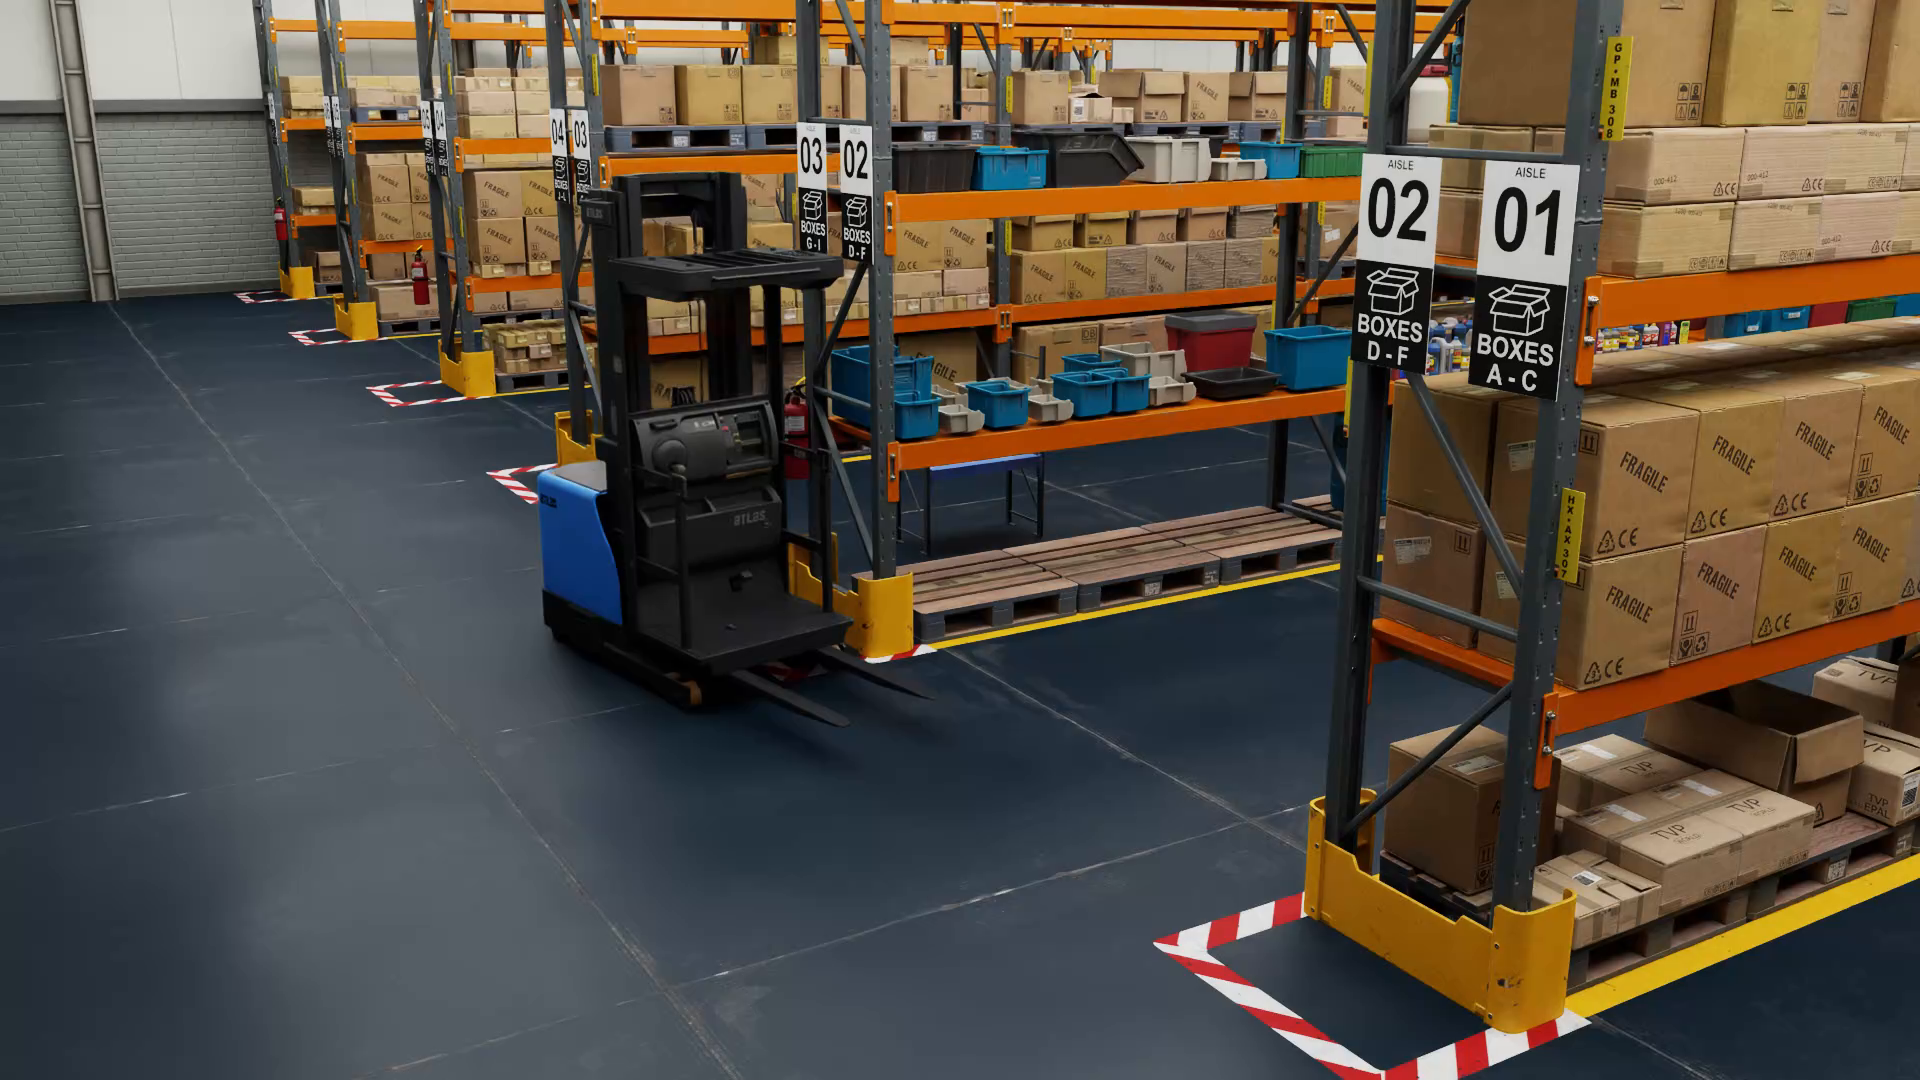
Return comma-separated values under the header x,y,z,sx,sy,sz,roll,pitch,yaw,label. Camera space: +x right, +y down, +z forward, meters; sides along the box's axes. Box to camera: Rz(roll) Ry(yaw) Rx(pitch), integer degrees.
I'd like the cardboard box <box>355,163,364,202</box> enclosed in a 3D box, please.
x,y,z,sx,sy,sz,roll,pitch,yaw,label
-8.067,-4.961,23.013,0.500,0.500,0.500,-9,18,-28,cardboard box

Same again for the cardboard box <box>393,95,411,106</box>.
x,y,z,sx,sy,sz,roll,pitch,yaw,label
-7.700,-6.043,22.856,0.250,0.149,0.380,-11,19,-34,cardboard box

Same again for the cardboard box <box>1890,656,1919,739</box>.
x,y,z,sx,sy,sz,roll,pitch,yaw,label
4.931,0.856,8.113,0.500,0.500,0.500,-9,18,-30,cardboard box

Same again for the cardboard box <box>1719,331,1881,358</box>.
x,y,z,sx,sy,sz,roll,pitch,yaw,label
3.842,-0.666,7.691,0.500,0.500,0.500,-10,18,-31,cardboard box

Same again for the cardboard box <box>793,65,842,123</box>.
x,y,z,sx,sy,sz,roll,pitch,yaw,label
-1.449,-4.079,15.199,0.500,0.500,0.700,-8,18,-27,cardboard box

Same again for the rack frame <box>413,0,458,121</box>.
x,y,z,sx,sy,sz,roll,pitch,yaw,label
-5.722,-6.067,17.881,0.127,3.000,1.000,-9,18,-30,rack frame

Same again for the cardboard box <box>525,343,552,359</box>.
x,y,z,sx,sy,sz,roll,pitch,yaw,label
-4.877,-2.189,19.116,0.250,0.149,0.380,-9,18,-30,cardboard box

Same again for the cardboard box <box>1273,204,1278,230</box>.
x,y,z,sx,sy,sz,roll,pitch,yaw,label
4.255,-4.760,24.148,0.500,0.500,0.500,-9,18,-30,cardboard box

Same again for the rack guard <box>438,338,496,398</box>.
x,y,z,sx,sy,sz,roll,pitch,yaw,label
-5.656,-1.985,19.065,0.348,0.500,1.175,-9,18,-30,rack guard

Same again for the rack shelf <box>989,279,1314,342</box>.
x,y,z,sx,sy,sz,roll,pitch,yaw,label
1.889,-2.504,17.619,4.000,0.370,1.077,-9,18,-30,rack shelf

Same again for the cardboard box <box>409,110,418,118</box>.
x,y,z,sx,sy,sz,roll,pitch,yaw,label
-8.949,-6.998,27.224,0.250,0.149,0.380,-9,18,-29,cardboard box

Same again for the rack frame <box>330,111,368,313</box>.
x,y,z,sx,sy,sz,roll,pitch,yaw,label
-8.358,-4.309,22.726,0.127,3.000,1.000,-9,18,-30,rack frame

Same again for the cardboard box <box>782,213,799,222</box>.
x,y,z,sx,sy,sz,roll,pitch,yaw,label
-2.053,-4.060,20.971,0.250,0.149,0.380,-9,18,-28,cardboard box

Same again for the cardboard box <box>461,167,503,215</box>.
x,y,z,sx,sy,sz,roll,pitch,yaw,label
-5.457,-3.972,18.934,0.500,0.500,0.500,-10,18,-31,cardboard box

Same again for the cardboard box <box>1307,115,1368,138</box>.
x,y,z,sx,sy,sz,roll,pitch,yaw,label
4.138,-4.507,18.152,0.500,0.250,0.500,-9,18,-29,cardboard box

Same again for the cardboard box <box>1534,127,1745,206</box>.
x,y,z,sx,sy,sz,roll,pitch,yaw,label
2.419,-1.348,5.956,0.500,0.250,0.500,-9,18,-30,cardboard box

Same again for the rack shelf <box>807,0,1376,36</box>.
x,y,z,sx,sy,sz,roll,pitch,yaw,label
1.011,-3.498,10.792,4.000,0.370,1.077,-9,18,-30,rack shelf

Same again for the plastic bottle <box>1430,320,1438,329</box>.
x,y,z,sx,sy,sz,roll,pitch,yaw,label
3.758,-1.636,13.419,0.135,0.276,0.152,-9,18,-30,plastic bottle

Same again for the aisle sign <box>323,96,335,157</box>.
x,y,z,sx,sy,sz,roll,pitch,yaw,label
-8.579,-5.623,22.595,0.004,0.787,0.394,-9,18,-30,aisle sign

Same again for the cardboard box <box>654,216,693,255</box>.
x,y,z,sx,sy,sz,roll,pitch,yaw,label
-3.435,-3.652,19.645,0.500,0.500,0.500,-9,18,-30,cardboard box

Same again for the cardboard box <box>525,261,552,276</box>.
x,y,z,sx,sy,sz,roll,pitch,yaw,label
-4.820,-3.096,18.864,0.250,0.149,0.380,-10,18,-31,cardboard box

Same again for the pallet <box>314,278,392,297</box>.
x,y,z,sx,sy,sz,roll,pitch,yaw,label
-10.169,-4.236,27.631,1.213,0.211,1.003,-9,18,-30,pallet

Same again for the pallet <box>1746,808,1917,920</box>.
x,y,z,sx,sy,sz,roll,pitch,yaw,label
3.637,1.329,7.780,1.213,0.211,1.003,-9,18,-30,pallet

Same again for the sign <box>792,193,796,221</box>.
x,y,z,sx,sy,sz,roll,pitch,yaw,label
-2.007,-4.027,20.113,0.005,0.325,0.100,-9,18,-30,sign

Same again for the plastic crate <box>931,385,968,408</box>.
x,y,z,sx,sy,sz,roll,pitch,yaw,label
-0.097,-0.928,11.040,0.243,0.136,0.396,-9,18,-30,plastic crate

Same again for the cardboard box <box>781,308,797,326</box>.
x,y,z,sx,sy,sz,roll,pitch,yaw,label
-1.679,-2.048,15.124,0.250,0.149,0.380,-9,18,-30,cardboard box

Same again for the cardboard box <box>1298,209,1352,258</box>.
x,y,z,sx,sy,sz,roll,pitch,yaw,label
4.046,-3.463,18.744,0.500,0.500,0.500,-12,20,-36,cardboard box

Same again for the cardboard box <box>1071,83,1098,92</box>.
x,y,z,sx,sy,sz,roll,pitch,yaw,label
1.877,-6.157,22.960,0.500,0.311,0.500,-9,18,-30,cardboard box

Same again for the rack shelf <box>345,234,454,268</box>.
x,y,z,sx,sy,sz,roll,pitch,yaw,label
-6.643,-4.241,23.815,4.000,0.370,1.077,-9,18,-30,rack shelf

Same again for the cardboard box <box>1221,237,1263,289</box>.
x,y,z,sx,sy,sz,roll,pitch,yaw,label
2.878,-2.983,17.808,0.500,0.500,0.500,-9,18,-30,cardboard box

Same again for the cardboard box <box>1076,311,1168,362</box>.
x,y,z,sx,sy,sz,roll,pitch,yaw,label
1.479,-1.970,17.538,0.875,0.875,1.225,-10,18,-32,cardboard box

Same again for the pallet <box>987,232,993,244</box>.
x,y,z,sx,sy,sz,roll,pitch,yaw,label
0.580,-4.074,22.242,1.003,0.211,1.213,-9,18,-30,pallet

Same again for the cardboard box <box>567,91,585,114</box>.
x,y,z,sx,sy,sz,roll,pitch,yaw,label
-4.325,-4.932,18.742,0.500,0.250,0.500,-9,18,-29,cardboard box

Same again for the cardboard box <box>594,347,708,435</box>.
x,y,z,sx,sy,sz,roll,pitch,yaw,label
-2.746,-1.303,15.160,0.875,0.875,0.875,-9,18,-30,cardboard box

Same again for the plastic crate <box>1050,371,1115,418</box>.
x,y,z,sx,sy,sz,roll,pitch,yaw,label
0.807,-0.960,10.977,0.300,0.233,0.416,-9,18,-30,plastic crate

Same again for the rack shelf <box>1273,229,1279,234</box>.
x,y,z,sx,sy,sz,roll,pitch,yaw,label
2.850,-4.222,23.746,4.000,0.370,1.077,-9,18,-30,rack shelf

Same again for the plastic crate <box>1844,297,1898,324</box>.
x,y,z,sx,sy,sz,roll,pitch,yaw,label
8.236,-2.129,15.341,0.662,0.188,0.450,-9,18,-30,plastic crate

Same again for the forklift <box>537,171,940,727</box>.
x,y,z,sx,sy,sz,roll,pitch,yaw,label
-1.344,-0.597,9.611,1.130,2.935,3.031,-13,20,-39,forklift

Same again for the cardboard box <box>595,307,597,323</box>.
x,y,z,sx,sy,sz,roll,pitch,yaw,label
-3.118,-2.021,15.029,0.250,0.149,0.380,-9,18,-29,cardboard box

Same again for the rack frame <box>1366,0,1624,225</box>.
x,y,z,sx,sy,sz,roll,pitch,yaw,label
1.845,-2.613,5.558,0.127,3.000,1.000,-9,18,-30,rack frame

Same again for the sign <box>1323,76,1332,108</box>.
x,y,z,sx,sy,sz,roll,pitch,yaw,label
3.882,-4.731,17.566,0.005,0.325,0.100,-9,18,-30,sign

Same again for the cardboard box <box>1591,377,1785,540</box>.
x,y,z,sx,sy,sz,roll,pitch,yaw,label
2.805,-0.329,6.488,0.500,0.500,0.500,-9,18,-29,cardboard box

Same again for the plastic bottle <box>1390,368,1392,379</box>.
x,y,z,sx,sy,sz,roll,pitch,yaw,label
3.229,-1.383,12.376,0.185,0.351,0.144,-9,18,-30,plastic bottle

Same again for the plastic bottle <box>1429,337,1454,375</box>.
x,y,z,sx,sy,sz,roll,pitch,yaw,label
3.632,-1.394,12.555,0.135,0.276,0.152,-9,18,-30,plastic bottle

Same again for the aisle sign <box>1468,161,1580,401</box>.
x,y,z,sx,sy,sz,roll,pitch,yaw,label
1.937,-0.898,5.741,0.004,0.787,0.394,-9,18,-30,aisle sign

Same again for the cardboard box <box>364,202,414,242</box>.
x,y,z,sx,sy,sz,roll,pitch,yaw,label
-7.798,-4.358,22.714,0.500,0.500,0.500,-9,18,-30,cardboard box

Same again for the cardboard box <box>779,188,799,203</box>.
x,y,z,sx,sy,sz,roll,pitch,yaw,label
-2.650,-5.316,25.668,0.500,0.250,0.500,-10,18,-31,cardboard box

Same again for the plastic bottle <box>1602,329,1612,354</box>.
x,y,z,sx,sy,sz,roll,pitch,yaw,label
5.221,-1.607,13.453,0.097,0.201,0.097,0,16,0,plastic bottle

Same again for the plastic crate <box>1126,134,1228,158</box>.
x,y,z,sx,sy,sz,roll,pitch,yaw,label
1.520,-2.699,11.665,0.590,0.269,0.497,-9,18,-30,plastic crate

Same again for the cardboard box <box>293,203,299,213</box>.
x,y,z,sx,sy,sz,roll,pitch,yaw,label
-10.771,-5.445,27.241,0.250,0.149,0.380,-9,18,-30,cardboard box

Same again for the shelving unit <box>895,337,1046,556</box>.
x,y,z,sx,sy,sz,roll,pitch,yaw,label
0.073,-0.734,12.750,1.048,1.500,0.538,-9,18,-30,shelving unit

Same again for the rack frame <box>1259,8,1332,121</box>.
x,y,z,sx,sy,sz,roll,pitch,yaw,label
3.604,-6.017,17.704,0.127,3.000,1.000,-9,18,-30,rack frame

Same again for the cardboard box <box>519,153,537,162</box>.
x,y,z,sx,sy,sz,roll,pitch,yaw,label
-6.157,-5.428,23.476,0.250,0.149,0.380,-10,18,-31,cardboard box

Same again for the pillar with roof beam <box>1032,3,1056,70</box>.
x,y,z,sx,sy,sz,roll,pitch,yaw,label
3.954,-9.686,30.791,0.400,9.000,9.100,-9,18,-30,pillar with roof beam

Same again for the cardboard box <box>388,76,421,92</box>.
x,y,z,sx,sy,sz,roll,pitch,yaw,label
-9.106,-7.430,27.100,0.500,0.250,0.500,-9,18,-28,cardboard box
